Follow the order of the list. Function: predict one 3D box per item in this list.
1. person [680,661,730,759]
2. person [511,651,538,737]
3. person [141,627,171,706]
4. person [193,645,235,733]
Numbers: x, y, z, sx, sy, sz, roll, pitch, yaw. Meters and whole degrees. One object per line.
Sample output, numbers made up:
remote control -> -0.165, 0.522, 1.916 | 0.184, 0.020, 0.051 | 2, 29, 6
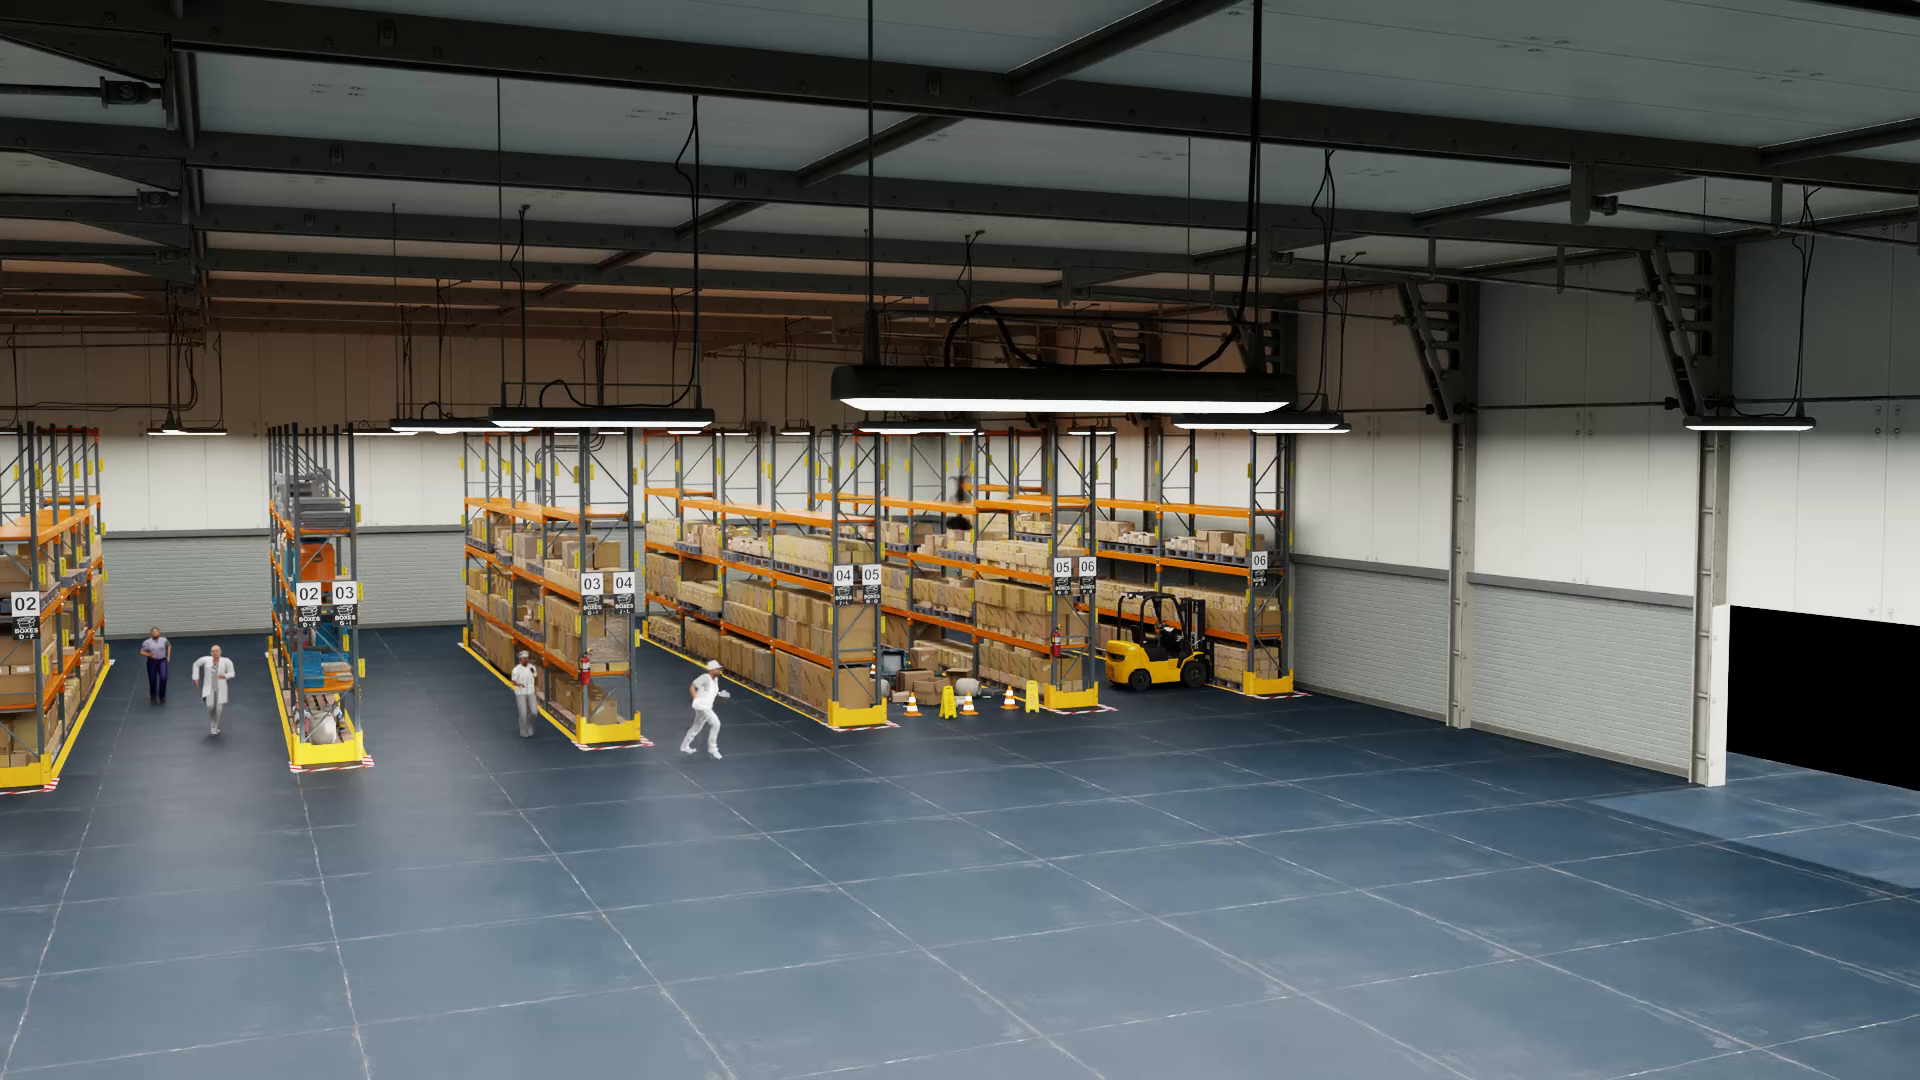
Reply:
person -> -4.622, 3.045, 29.862 | 0.917, 1.775, 0.698 | 1, 4, 9
person -> -8.266, 2.945, 31.742 | 0.562, 1.662, 0.579 | -2, 4, -29
person -> -17.351, 2.722, 35.905 | 0.605, 1.704, 0.754 | -2, 4, -27
person -> -14.343, 2.886, 31.970 | 0.755, 1.734, 0.827 | -1, 4, -23
